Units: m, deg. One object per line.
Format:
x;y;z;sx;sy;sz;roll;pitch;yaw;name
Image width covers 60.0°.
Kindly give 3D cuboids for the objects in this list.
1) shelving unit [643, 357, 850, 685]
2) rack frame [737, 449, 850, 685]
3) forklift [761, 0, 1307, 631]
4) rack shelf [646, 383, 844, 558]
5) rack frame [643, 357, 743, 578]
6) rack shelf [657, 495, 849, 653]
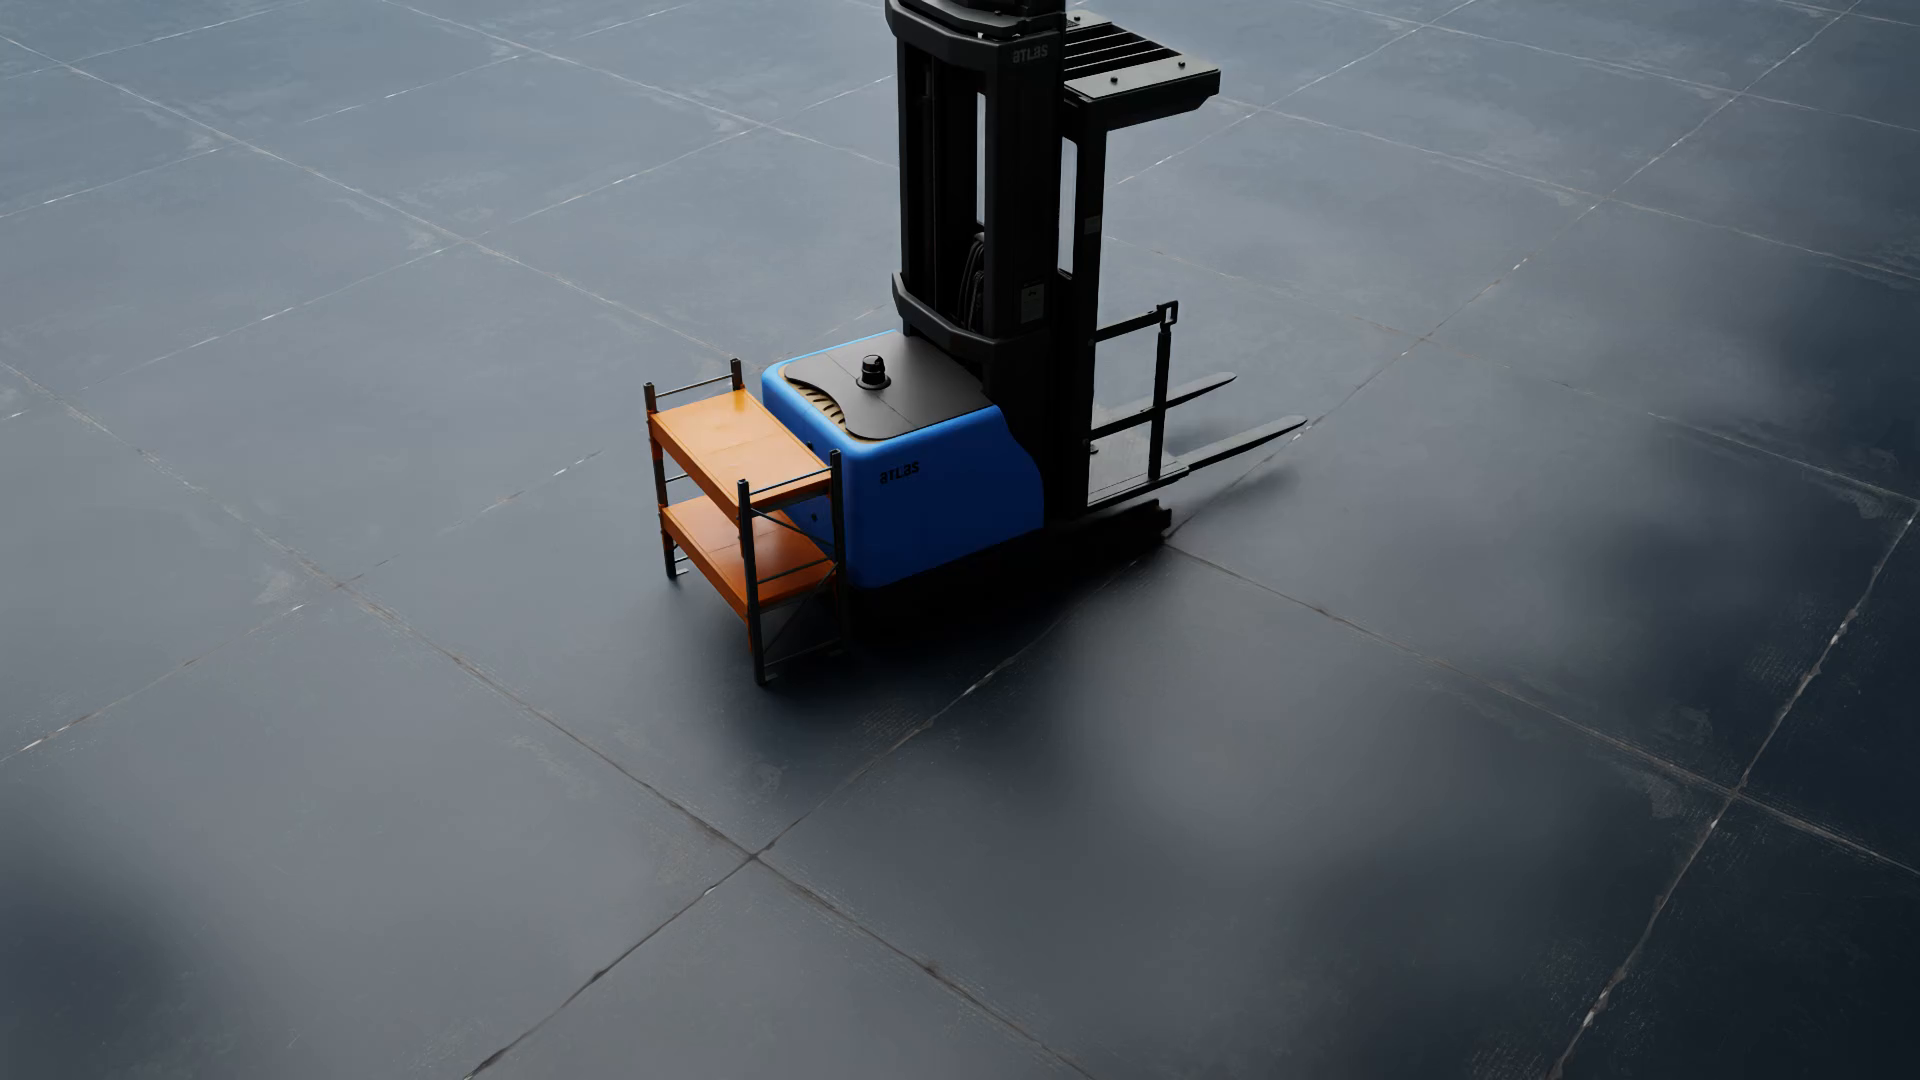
-1.021;-0.106;7.993;0.538;1.125;1.048;-20;39;-26;shelving unit
-0.751;0.138;7.638;0.500;1.125;0.032;-20;39;-26;rack frame
0.522;-1.400;8.281;3.031;2.935;1.130;-20;39;-27;forklift
-1.021;-0.347;7.827;0.538;0.278;1.000;-20;39;-26;rack shelf
-1.292;-0.350;8.347;0.500;1.125;0.032;-20;39;-26;rack frame
-1.021;0.096;8.131;0.538;0.278;1.000;-20;39;-26;rack shelf
